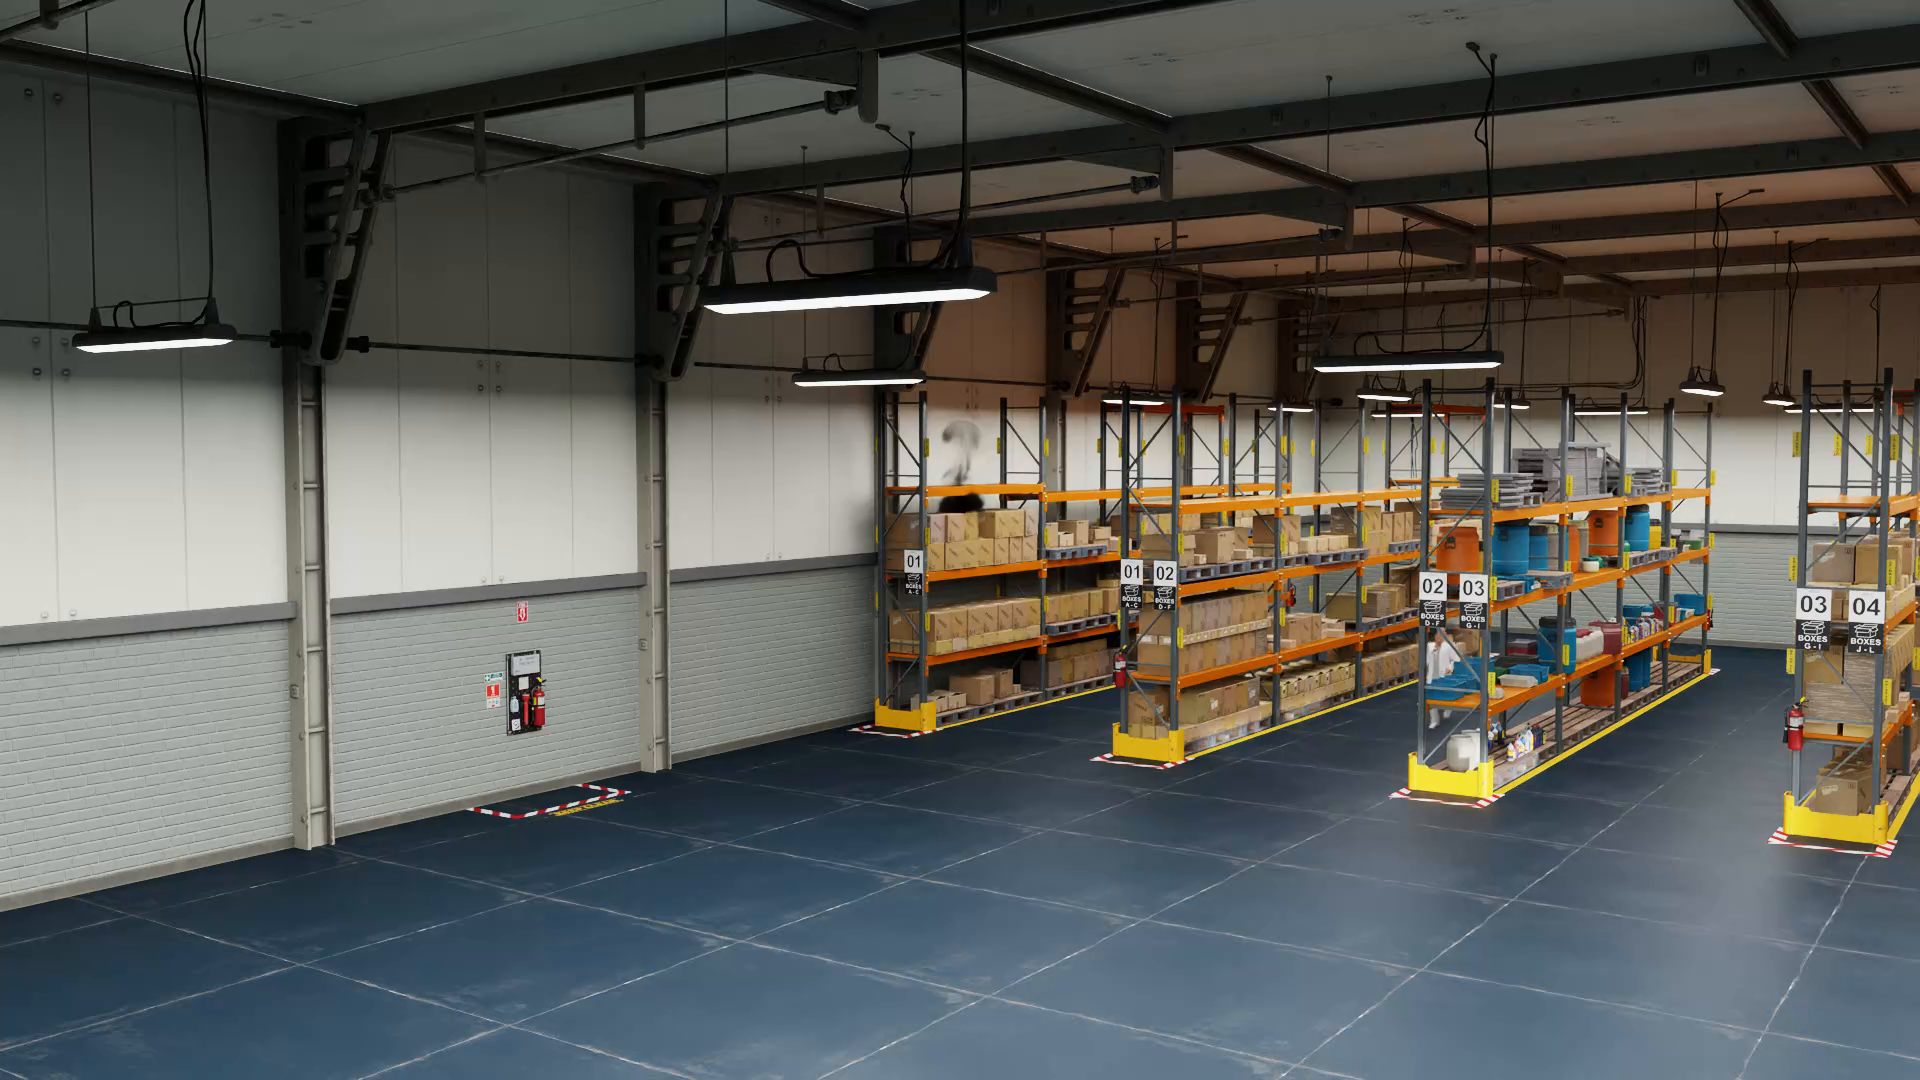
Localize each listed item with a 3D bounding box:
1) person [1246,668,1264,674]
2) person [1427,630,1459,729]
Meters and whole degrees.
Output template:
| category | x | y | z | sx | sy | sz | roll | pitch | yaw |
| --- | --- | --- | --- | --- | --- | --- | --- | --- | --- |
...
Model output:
| category | x | y | z | sx | sy | sz | roll | pitch | yaw |
| --- | --- | --- | --- | --- | --- | --- | --- | --- | --- |
| person | 6.077 | 2.255 | 34.677 | 0.569 | 1.661 | 0.515 | 3 | 4 | 40 |
| person | 8.607 | 2.480 | 29.882 | 0.711 | 1.765 | 0.880 | 2 | 4 | 34 |
